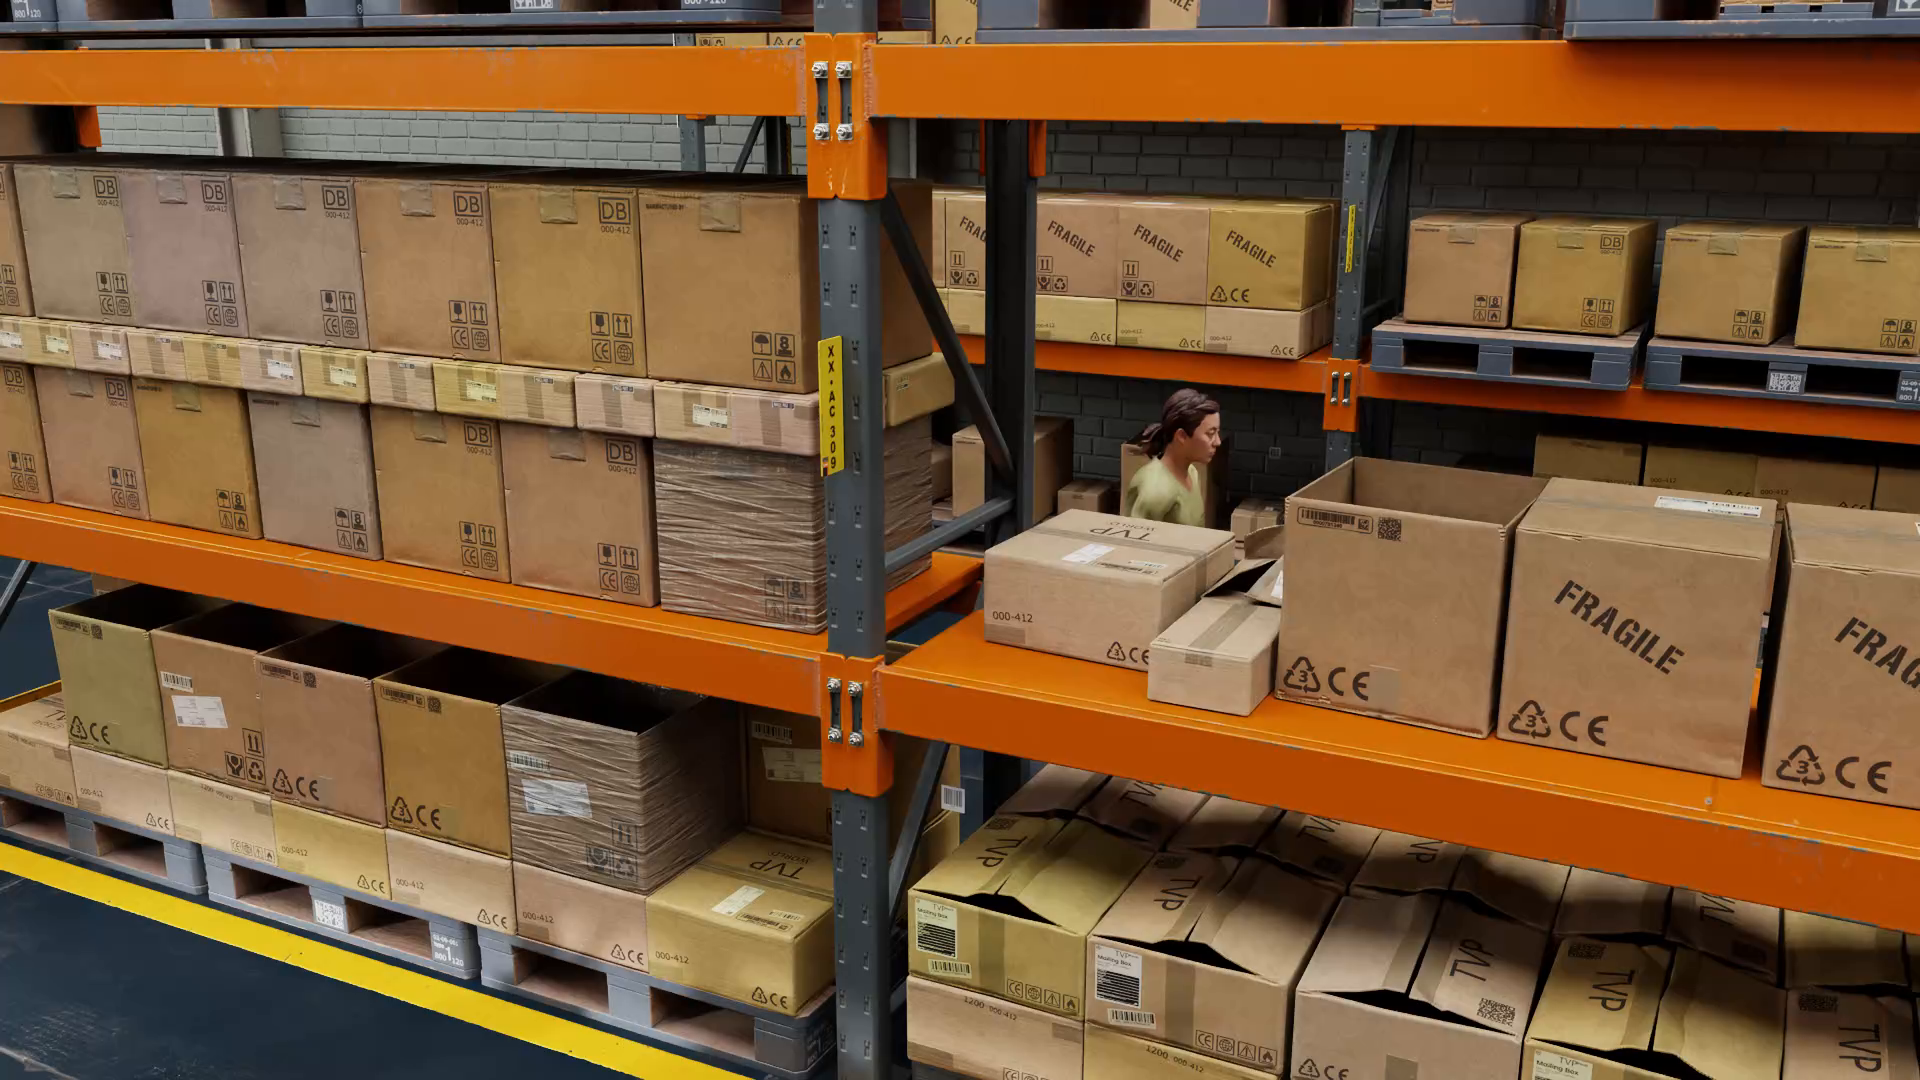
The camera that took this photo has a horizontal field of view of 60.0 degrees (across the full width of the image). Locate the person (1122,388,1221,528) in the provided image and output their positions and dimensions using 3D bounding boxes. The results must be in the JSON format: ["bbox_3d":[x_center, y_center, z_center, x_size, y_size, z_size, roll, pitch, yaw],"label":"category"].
[{"bbox_3d":[0.773,0.280,6.016,0.404,1.673,0.500,8,18,25],"label":"person"}]
